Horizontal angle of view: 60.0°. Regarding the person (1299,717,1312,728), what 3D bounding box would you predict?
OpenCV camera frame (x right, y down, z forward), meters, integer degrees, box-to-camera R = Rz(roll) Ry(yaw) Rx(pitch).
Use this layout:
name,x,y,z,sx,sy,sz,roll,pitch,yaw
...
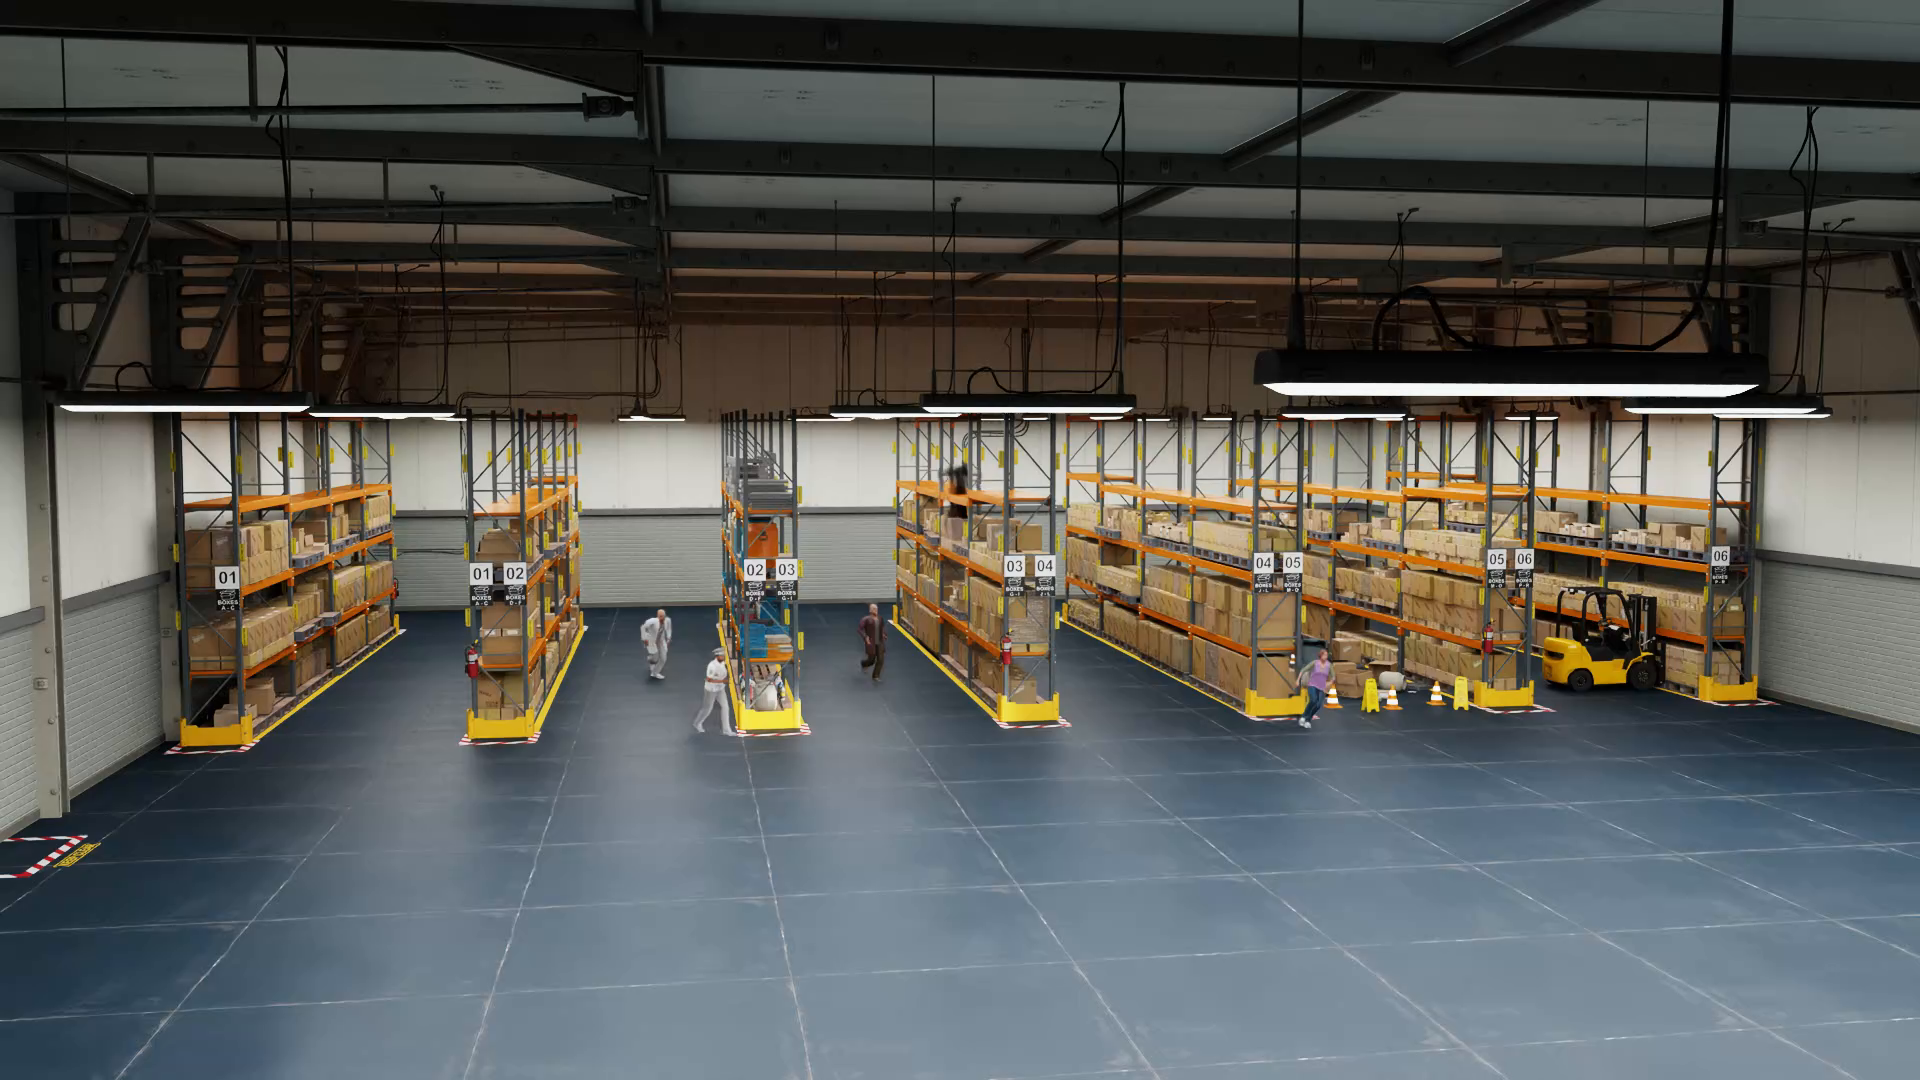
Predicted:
name,x,y,z,sx,sy,sz,roll,pitch,yaw
person,6.493,3.418,31.423,0.282,0.283,0.278,-1,4,-16

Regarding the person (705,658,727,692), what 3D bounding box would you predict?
name,x,y,z,sx,sy,sz,roll,pitch,yaw
person,-4.481,2.463,30.436,0.411,0.612,0.535,3,5,35

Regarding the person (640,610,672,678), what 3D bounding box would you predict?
name,x,y,z,sx,sy,sz,roll,pitch,yaw
person,-6.870,2.329,37.451,0.732,1.587,0.939,-2,5,-30
